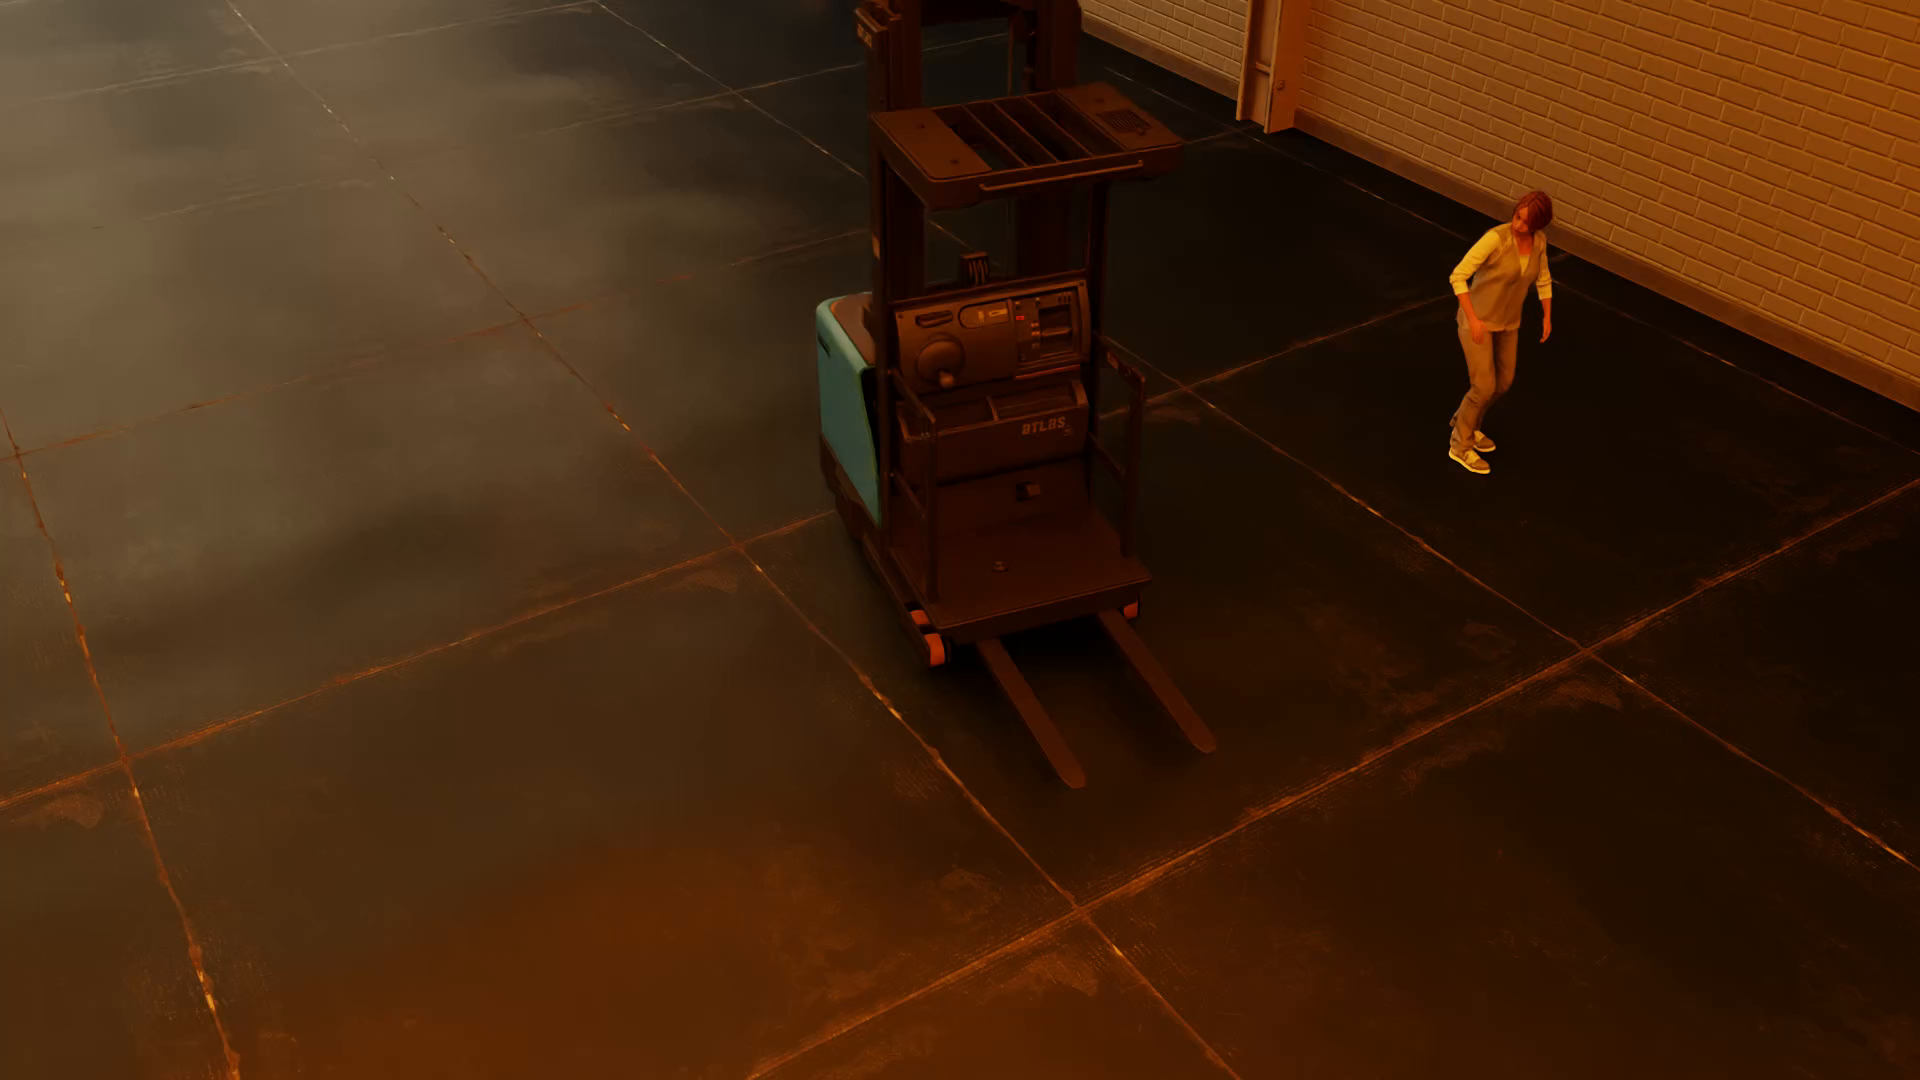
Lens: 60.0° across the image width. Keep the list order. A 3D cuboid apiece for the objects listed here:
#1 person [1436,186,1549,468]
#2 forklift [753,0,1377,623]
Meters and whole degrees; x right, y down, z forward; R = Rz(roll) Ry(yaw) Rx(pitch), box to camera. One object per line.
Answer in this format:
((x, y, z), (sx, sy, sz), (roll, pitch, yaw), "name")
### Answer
((2.884, -1.120, 8.920), (0.476, 1.589, 0.400), (11, 36, 15), "person")
((0.570, -1.132, 7.759), (3.031, 2.935, 1.130), (8, 36, 11), "forklift")
